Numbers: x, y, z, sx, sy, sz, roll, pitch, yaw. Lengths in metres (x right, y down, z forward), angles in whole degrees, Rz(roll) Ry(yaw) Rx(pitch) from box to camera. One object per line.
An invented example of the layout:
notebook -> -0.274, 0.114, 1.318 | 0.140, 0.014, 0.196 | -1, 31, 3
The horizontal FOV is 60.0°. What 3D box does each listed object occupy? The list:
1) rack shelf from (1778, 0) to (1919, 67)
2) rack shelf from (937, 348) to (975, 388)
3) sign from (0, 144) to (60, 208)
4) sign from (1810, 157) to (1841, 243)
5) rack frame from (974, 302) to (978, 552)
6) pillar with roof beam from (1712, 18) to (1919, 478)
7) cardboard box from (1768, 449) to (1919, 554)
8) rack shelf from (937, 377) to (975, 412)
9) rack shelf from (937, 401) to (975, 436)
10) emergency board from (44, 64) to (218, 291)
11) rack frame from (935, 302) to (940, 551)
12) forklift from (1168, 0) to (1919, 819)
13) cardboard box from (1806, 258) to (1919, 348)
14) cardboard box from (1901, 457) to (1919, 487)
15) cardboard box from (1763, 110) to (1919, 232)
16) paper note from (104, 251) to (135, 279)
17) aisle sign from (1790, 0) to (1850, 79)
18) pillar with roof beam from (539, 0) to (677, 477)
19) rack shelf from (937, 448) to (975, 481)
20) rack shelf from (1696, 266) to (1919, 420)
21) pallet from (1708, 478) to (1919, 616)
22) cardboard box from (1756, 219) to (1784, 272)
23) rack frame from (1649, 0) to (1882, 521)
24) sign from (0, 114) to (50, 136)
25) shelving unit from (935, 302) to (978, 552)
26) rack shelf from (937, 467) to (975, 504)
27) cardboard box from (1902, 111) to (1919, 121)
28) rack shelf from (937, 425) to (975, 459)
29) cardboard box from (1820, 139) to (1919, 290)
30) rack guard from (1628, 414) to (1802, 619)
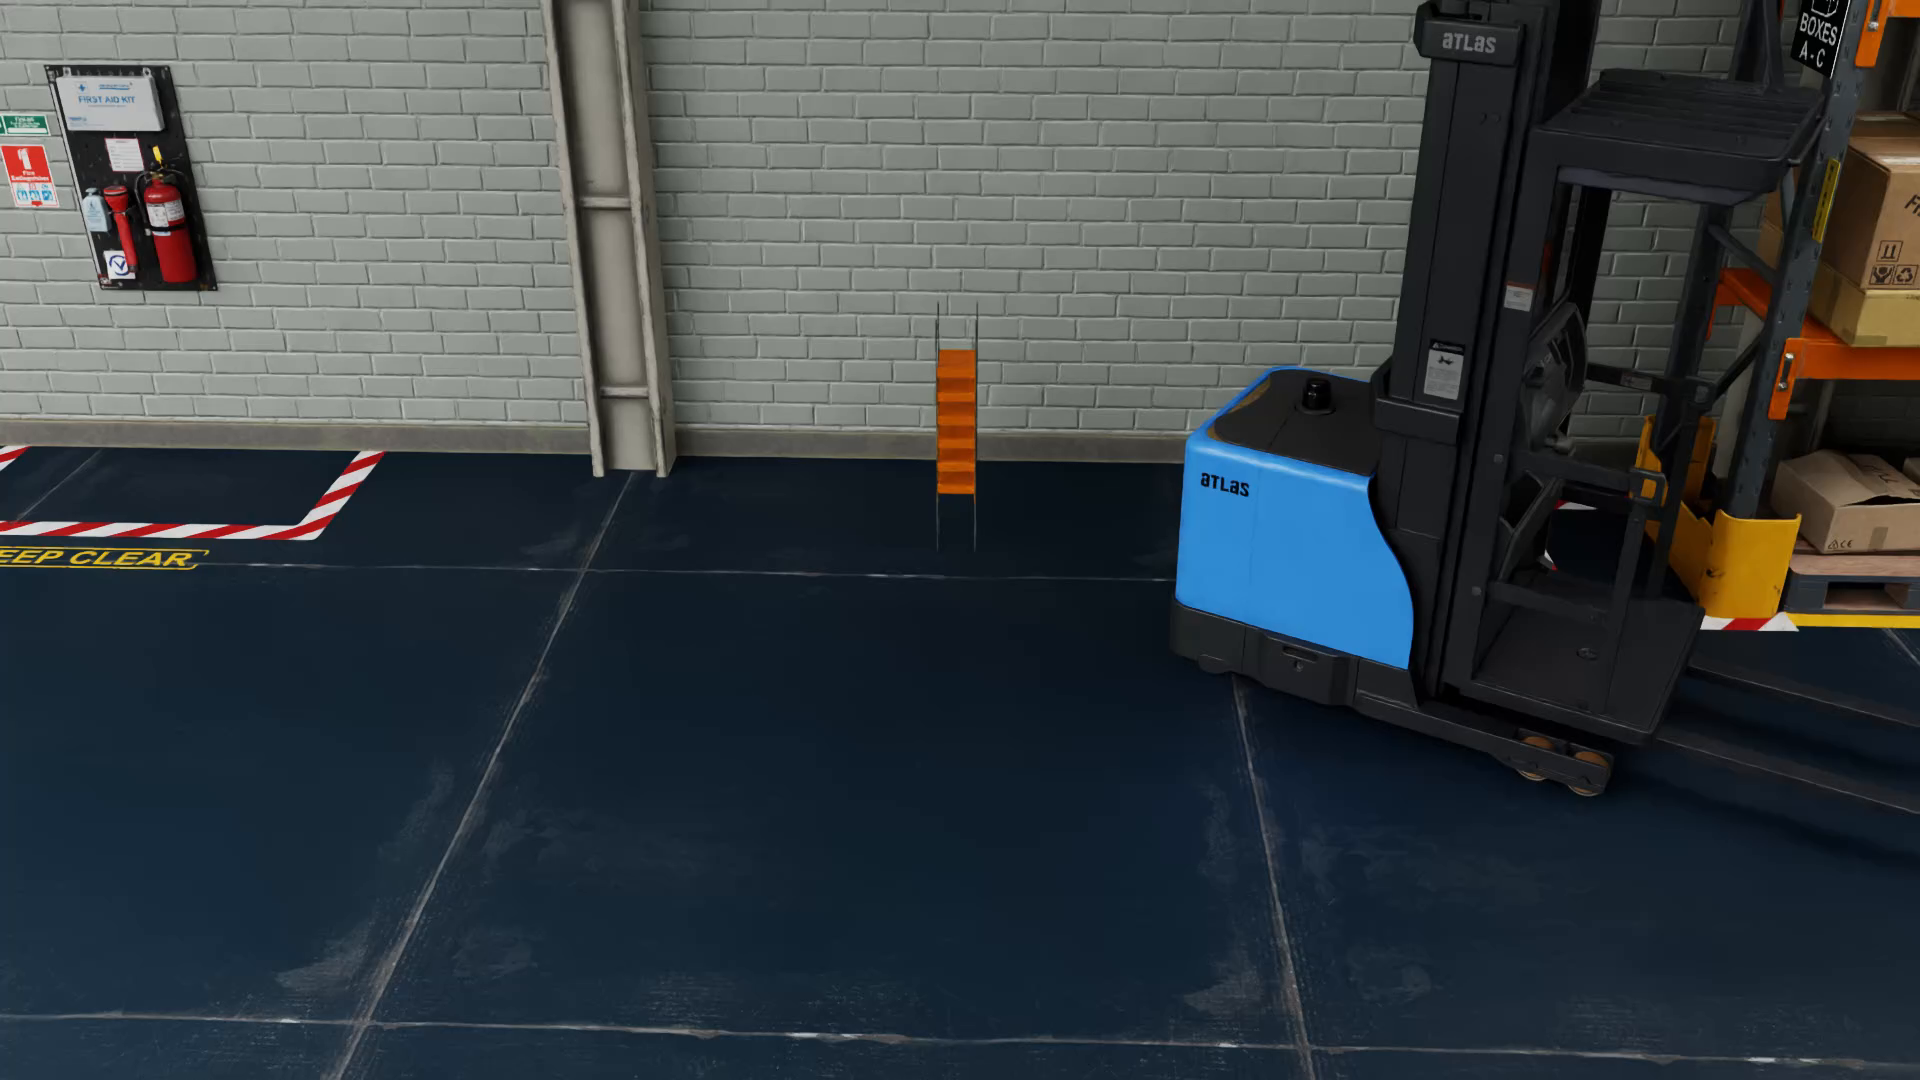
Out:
rack shelf -> 5.508, -2.218, 6.796 | 4.000, 0.370, 1.077 | 1, 28, 2
rack shelf -> -0.014, -0.809, 7.822 | 0.180, 0.103, 0.258 | 1, 28, 2
sign -> -4.774, -1.868, 8.532 | 0.234, 0.329, 0.001 | 1, 28, 2
sign -> 3.490, -1.372, 6.711 | 0.005, 0.325, 0.100 | 1, 28, 2
rack frame -> 0.077, -0.529, 7.967 | 0.006, 1.200, 0.240 | 1, 28, 2
pillar with roof beam -> 4.088, -2.272, 2.928 | 0.400, 9.000, 9.100 | 1, 28, 2
cardboard box -> 4.198, -0.196, 7.818 | 0.500, 0.311, 0.500 | -2, 28, -4
rack shelf -> -0.014, -0.703, 7.878 | 0.180, 0.103, 0.258 | 1, 28, 2
rack shelf -> -0.014, -0.597, 7.934 | 0.180, 0.103, 0.258 | 1, 28, 2
emergency board -> -4.225, -1.794, 8.432 | 0.643, 1.169, 0.194 | 1, 28, 2
rack frame -> -0.106, -0.532, 7.972 | 0.006, 1.200, 0.240 | 1, 28, 2
forklift -> 2.432, -0.596, 6.245 | 3.031, 2.935, 1.130 | 16, 32, 28
cardboard box -> 3.986, -1.029, 7.127 | 0.500, 0.250, 0.500 | 0, 28, 0
cardboard box -> 4.767, -0.187, 7.800 | 0.500, 0.311, 0.500 | 3, 28, 6
cardboard box -> 3.988, -1.609, 7.420 | 0.500, 0.500, 0.500 | 1, 28, 1
paper note -> -4.400, -1.440, 8.705 | 0.142, 0.148, 0.016 | 1, 28, 2
aisle sign -> 3.427, -2.253, 6.521 | 0.004, 0.787, 0.394 | 1, 28, 2
pillar with roof beam -> -1.909, -2.371, 3.115 | 0.400, 9.000, 9.100 | 1, 28, 2
rack shelf -> -0.014, -0.385, 8.046 | 0.180, 0.103, 0.258 | 1, 28, 2
rack shelf -> 5.508, -0.892, 7.499 | 4.000, 0.370, 1.077 | 1, 28, 2
pallet -> 4.396, 0.020, 7.987 | 1.213, 0.211, 1.003 | 1, 28, 2
cardboard box -> 3.983, -1.269, 7.580 | 0.500, 0.250, 0.500 | 1, 28, 3
rack frame -> 3.509, -1.243, 7.393 | 0.127, 3.000, 1.000 | 1, 28, 2
sign -> -4.770, -2.097, 8.400 | 0.331, 0.109, 0.001 | 1, 28, 2
shelving unit -> -0.014, -0.530, 7.969 | 0.189, 1.200, 0.258 | 1, 28, 2
rack shelf -> -0.014, -0.279, 8.103 | 0.180, 0.103, 0.258 | 1, 28, 2
cardboard box -> 4.491, -1.596, 7.396 | 0.500, 0.500, 0.500 | 1, 28, 2
rack shelf -> -0.014, -0.491, 7.990 | 0.180, 0.103, 0.258 | 1, 28, 2
cardboard box -> 3.976, -1.369, 6.967 | 0.500, 0.500, 0.500 | 1, 28, 2
rack guard -> 3.585, -0.138, 7.976 | 0.348, 0.500, 1.175 | 1, 28, 2
